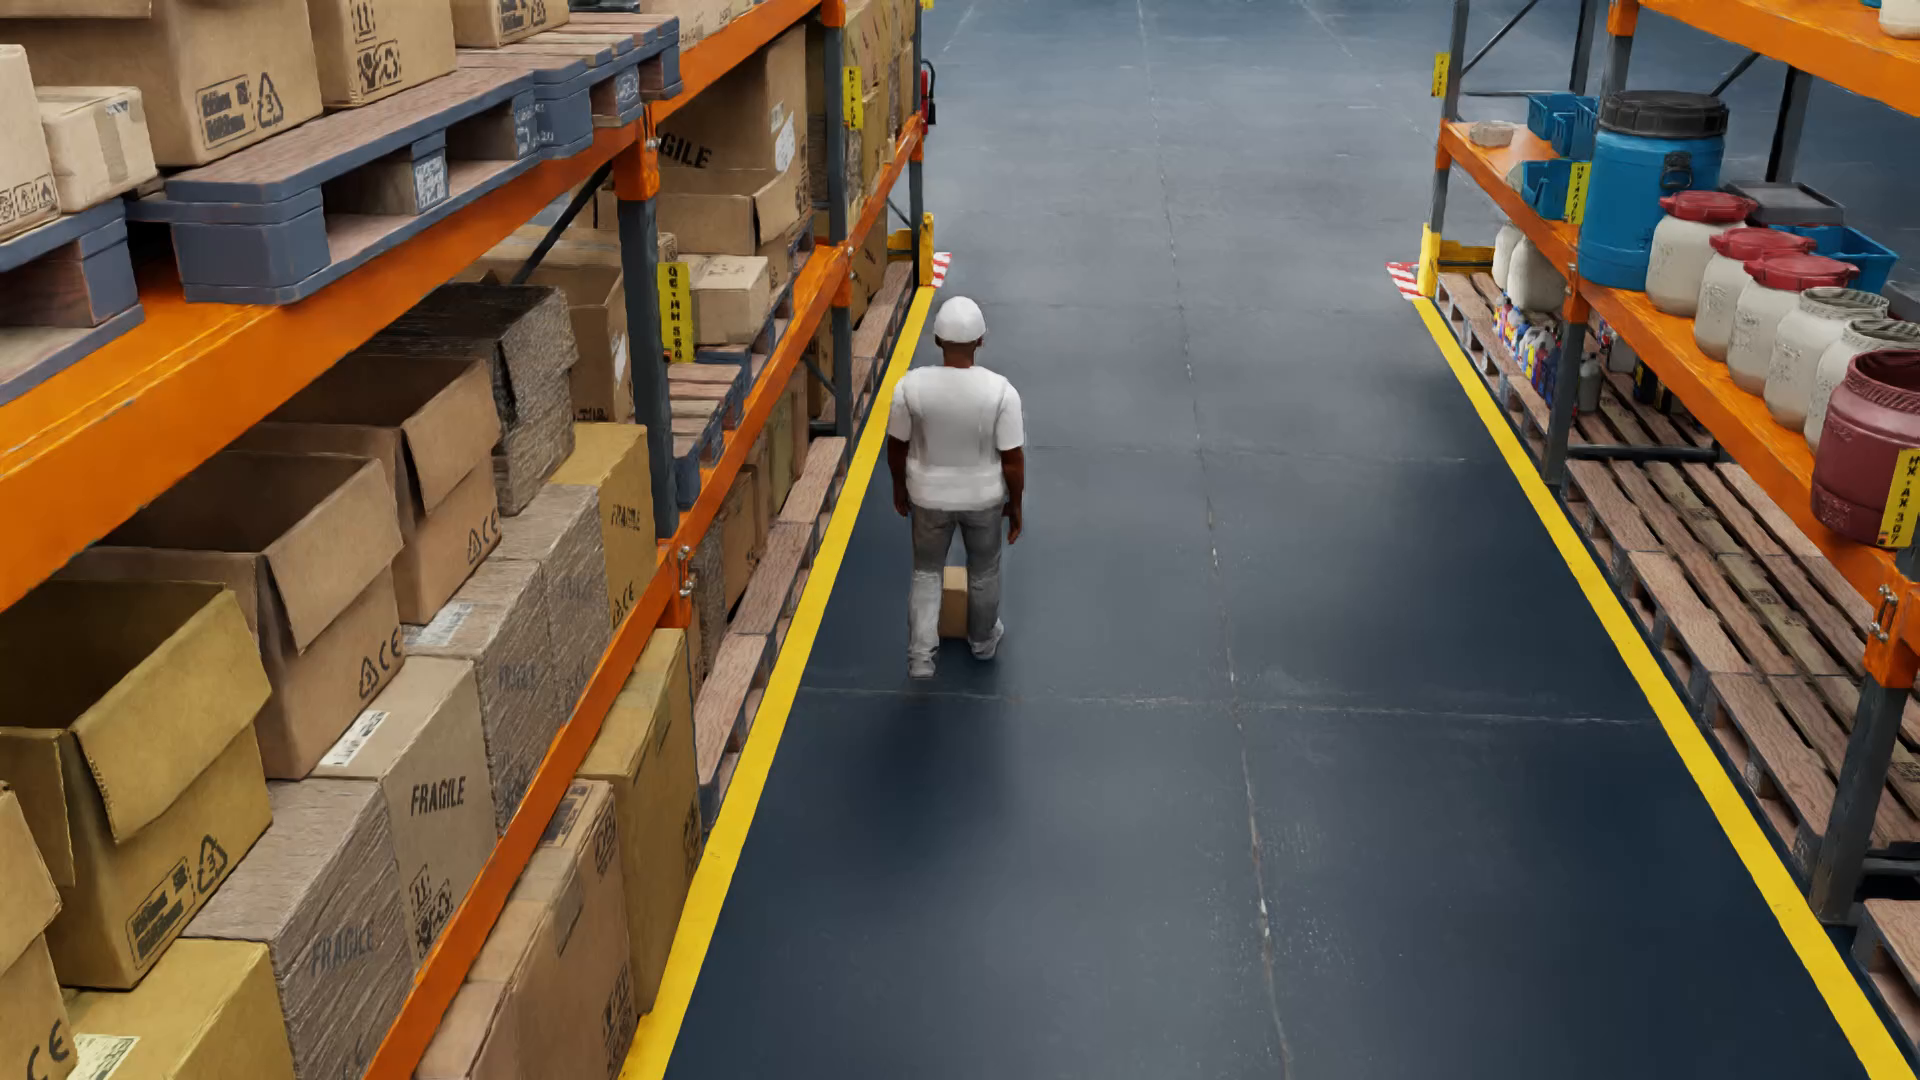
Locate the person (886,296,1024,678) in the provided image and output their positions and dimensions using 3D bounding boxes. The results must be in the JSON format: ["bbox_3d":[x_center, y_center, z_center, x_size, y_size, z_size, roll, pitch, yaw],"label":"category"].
[{"bbox_3d":[-0.013,-0.209,7.055,0.578,1.752,0.819,2,24,4],"label":"person"}]
